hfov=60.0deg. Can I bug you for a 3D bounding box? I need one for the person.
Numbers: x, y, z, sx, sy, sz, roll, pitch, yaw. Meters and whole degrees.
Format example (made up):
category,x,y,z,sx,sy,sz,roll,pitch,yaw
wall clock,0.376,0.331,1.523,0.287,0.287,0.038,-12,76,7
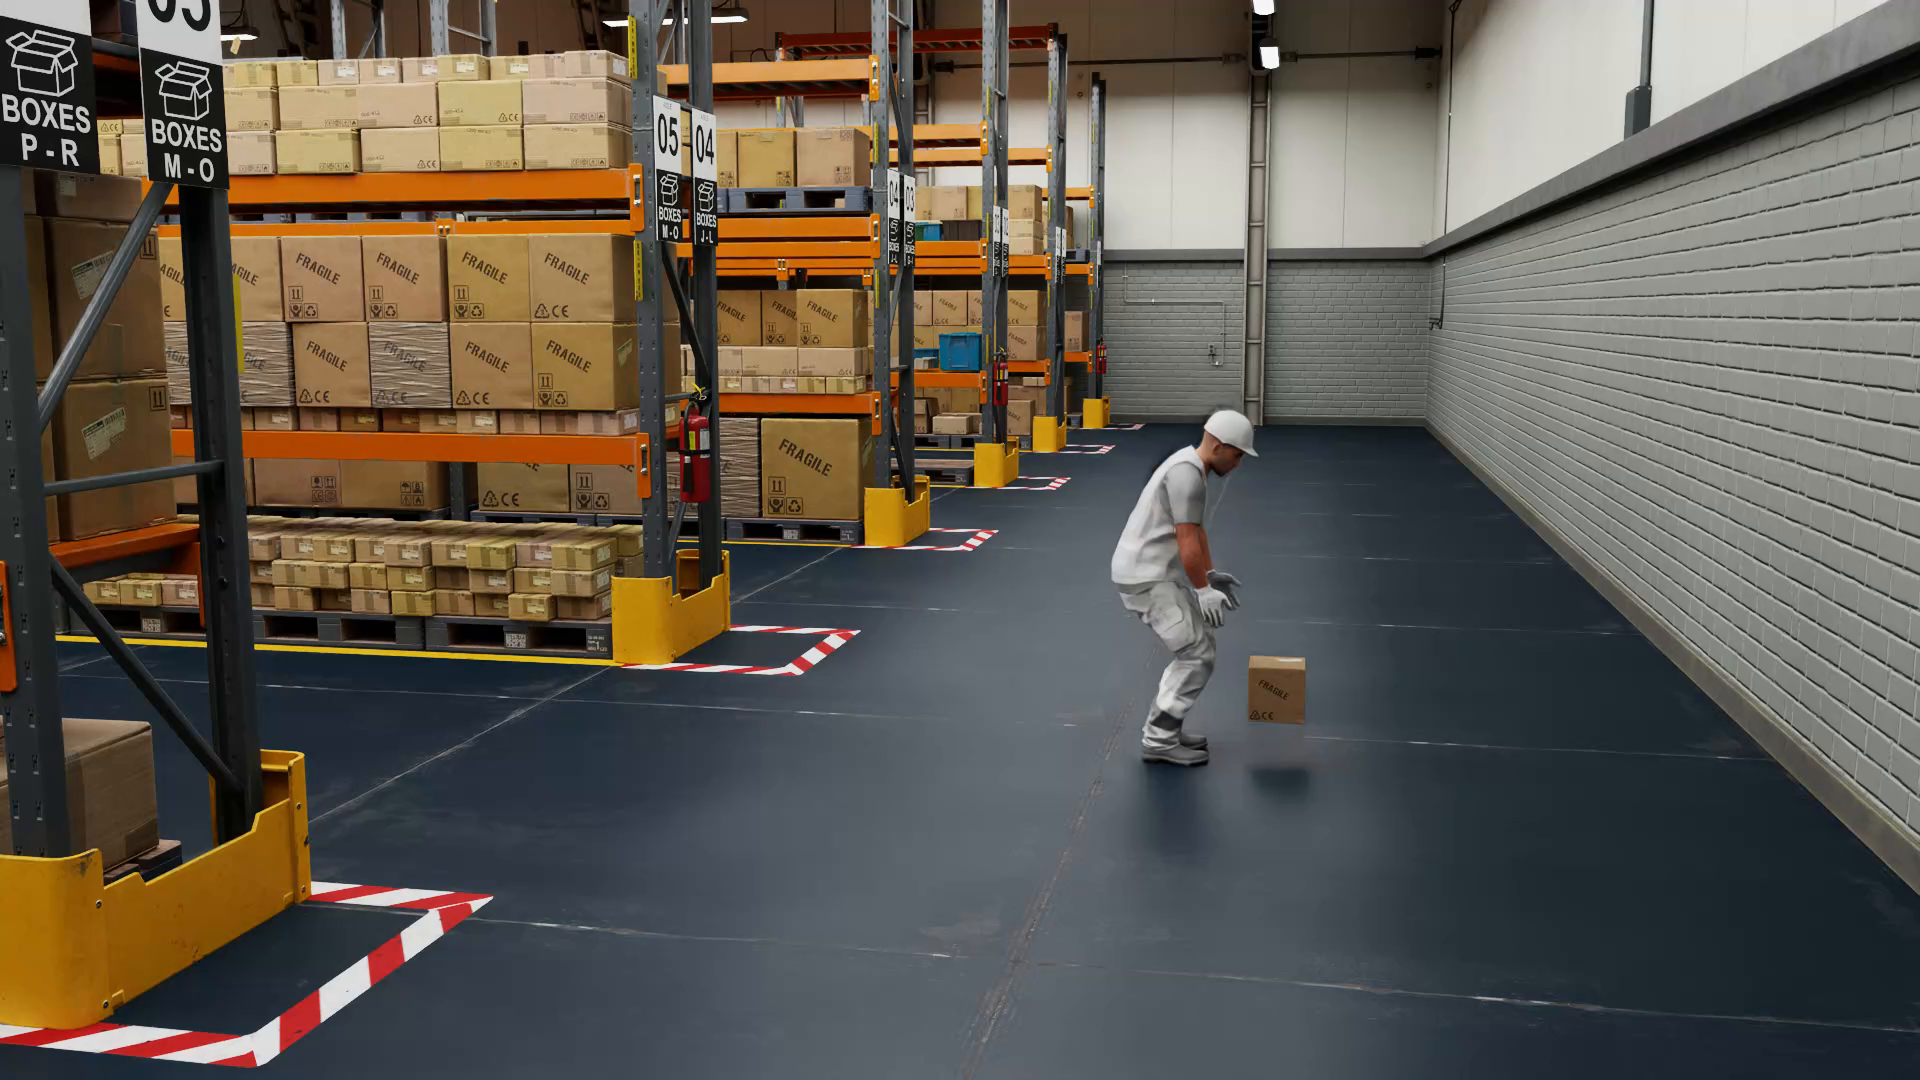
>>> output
category,x,y,z,sx,sy,sz,roll,pitch,yaw
person,1.015,0.199,7.550,0.647,1.580,0.575,2,8,12
